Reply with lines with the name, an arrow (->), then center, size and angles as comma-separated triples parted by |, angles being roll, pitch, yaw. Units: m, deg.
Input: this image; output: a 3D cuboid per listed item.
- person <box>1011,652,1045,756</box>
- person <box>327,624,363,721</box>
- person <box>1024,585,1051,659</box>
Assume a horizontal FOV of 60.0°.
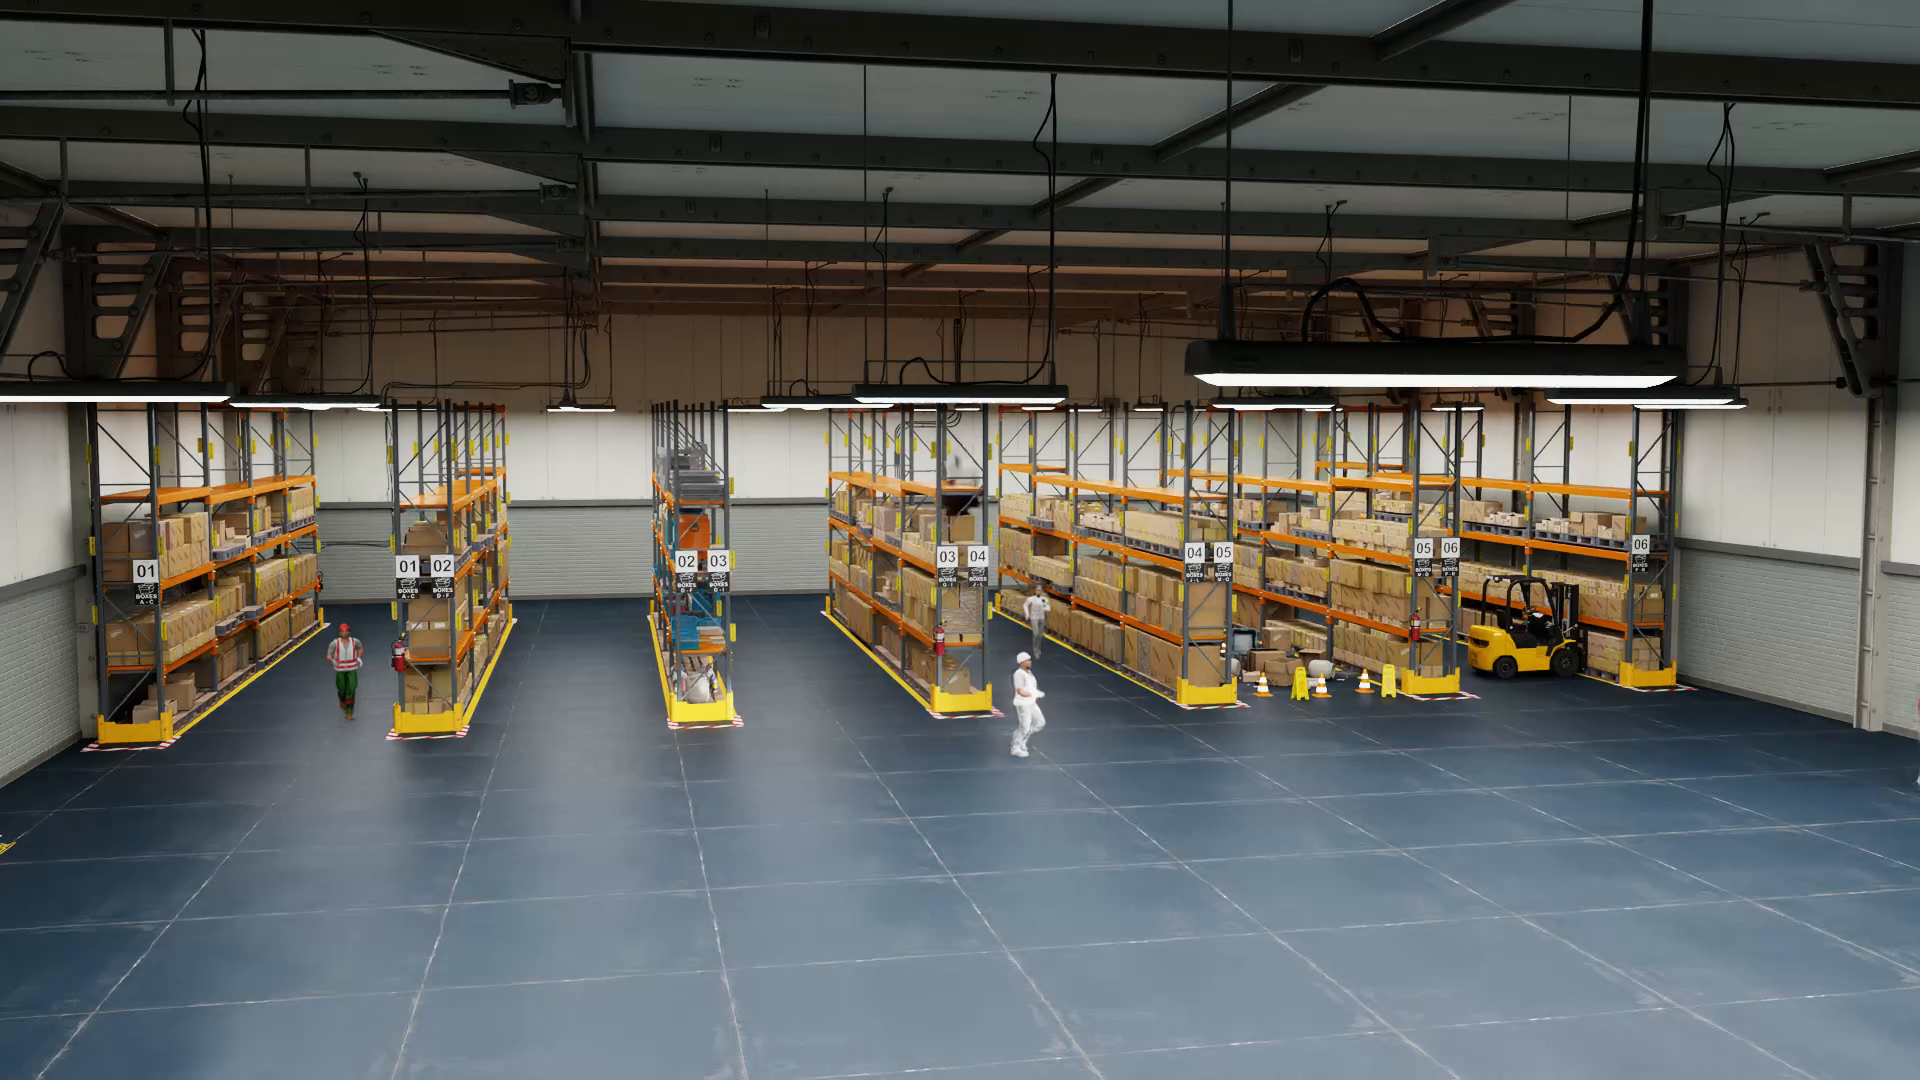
person -> 1.140, 2.743, 27.815 | 0.618, 1.740, 0.669 | 2, 5, 22
person -> -11.597, 2.467, 31.410 | 0.656, 1.789, 0.956 | -2, 5, -24
person -> 1.841, 1.916, 39.291 | 0.583, 1.750, 0.761 | -1, 4, -13
